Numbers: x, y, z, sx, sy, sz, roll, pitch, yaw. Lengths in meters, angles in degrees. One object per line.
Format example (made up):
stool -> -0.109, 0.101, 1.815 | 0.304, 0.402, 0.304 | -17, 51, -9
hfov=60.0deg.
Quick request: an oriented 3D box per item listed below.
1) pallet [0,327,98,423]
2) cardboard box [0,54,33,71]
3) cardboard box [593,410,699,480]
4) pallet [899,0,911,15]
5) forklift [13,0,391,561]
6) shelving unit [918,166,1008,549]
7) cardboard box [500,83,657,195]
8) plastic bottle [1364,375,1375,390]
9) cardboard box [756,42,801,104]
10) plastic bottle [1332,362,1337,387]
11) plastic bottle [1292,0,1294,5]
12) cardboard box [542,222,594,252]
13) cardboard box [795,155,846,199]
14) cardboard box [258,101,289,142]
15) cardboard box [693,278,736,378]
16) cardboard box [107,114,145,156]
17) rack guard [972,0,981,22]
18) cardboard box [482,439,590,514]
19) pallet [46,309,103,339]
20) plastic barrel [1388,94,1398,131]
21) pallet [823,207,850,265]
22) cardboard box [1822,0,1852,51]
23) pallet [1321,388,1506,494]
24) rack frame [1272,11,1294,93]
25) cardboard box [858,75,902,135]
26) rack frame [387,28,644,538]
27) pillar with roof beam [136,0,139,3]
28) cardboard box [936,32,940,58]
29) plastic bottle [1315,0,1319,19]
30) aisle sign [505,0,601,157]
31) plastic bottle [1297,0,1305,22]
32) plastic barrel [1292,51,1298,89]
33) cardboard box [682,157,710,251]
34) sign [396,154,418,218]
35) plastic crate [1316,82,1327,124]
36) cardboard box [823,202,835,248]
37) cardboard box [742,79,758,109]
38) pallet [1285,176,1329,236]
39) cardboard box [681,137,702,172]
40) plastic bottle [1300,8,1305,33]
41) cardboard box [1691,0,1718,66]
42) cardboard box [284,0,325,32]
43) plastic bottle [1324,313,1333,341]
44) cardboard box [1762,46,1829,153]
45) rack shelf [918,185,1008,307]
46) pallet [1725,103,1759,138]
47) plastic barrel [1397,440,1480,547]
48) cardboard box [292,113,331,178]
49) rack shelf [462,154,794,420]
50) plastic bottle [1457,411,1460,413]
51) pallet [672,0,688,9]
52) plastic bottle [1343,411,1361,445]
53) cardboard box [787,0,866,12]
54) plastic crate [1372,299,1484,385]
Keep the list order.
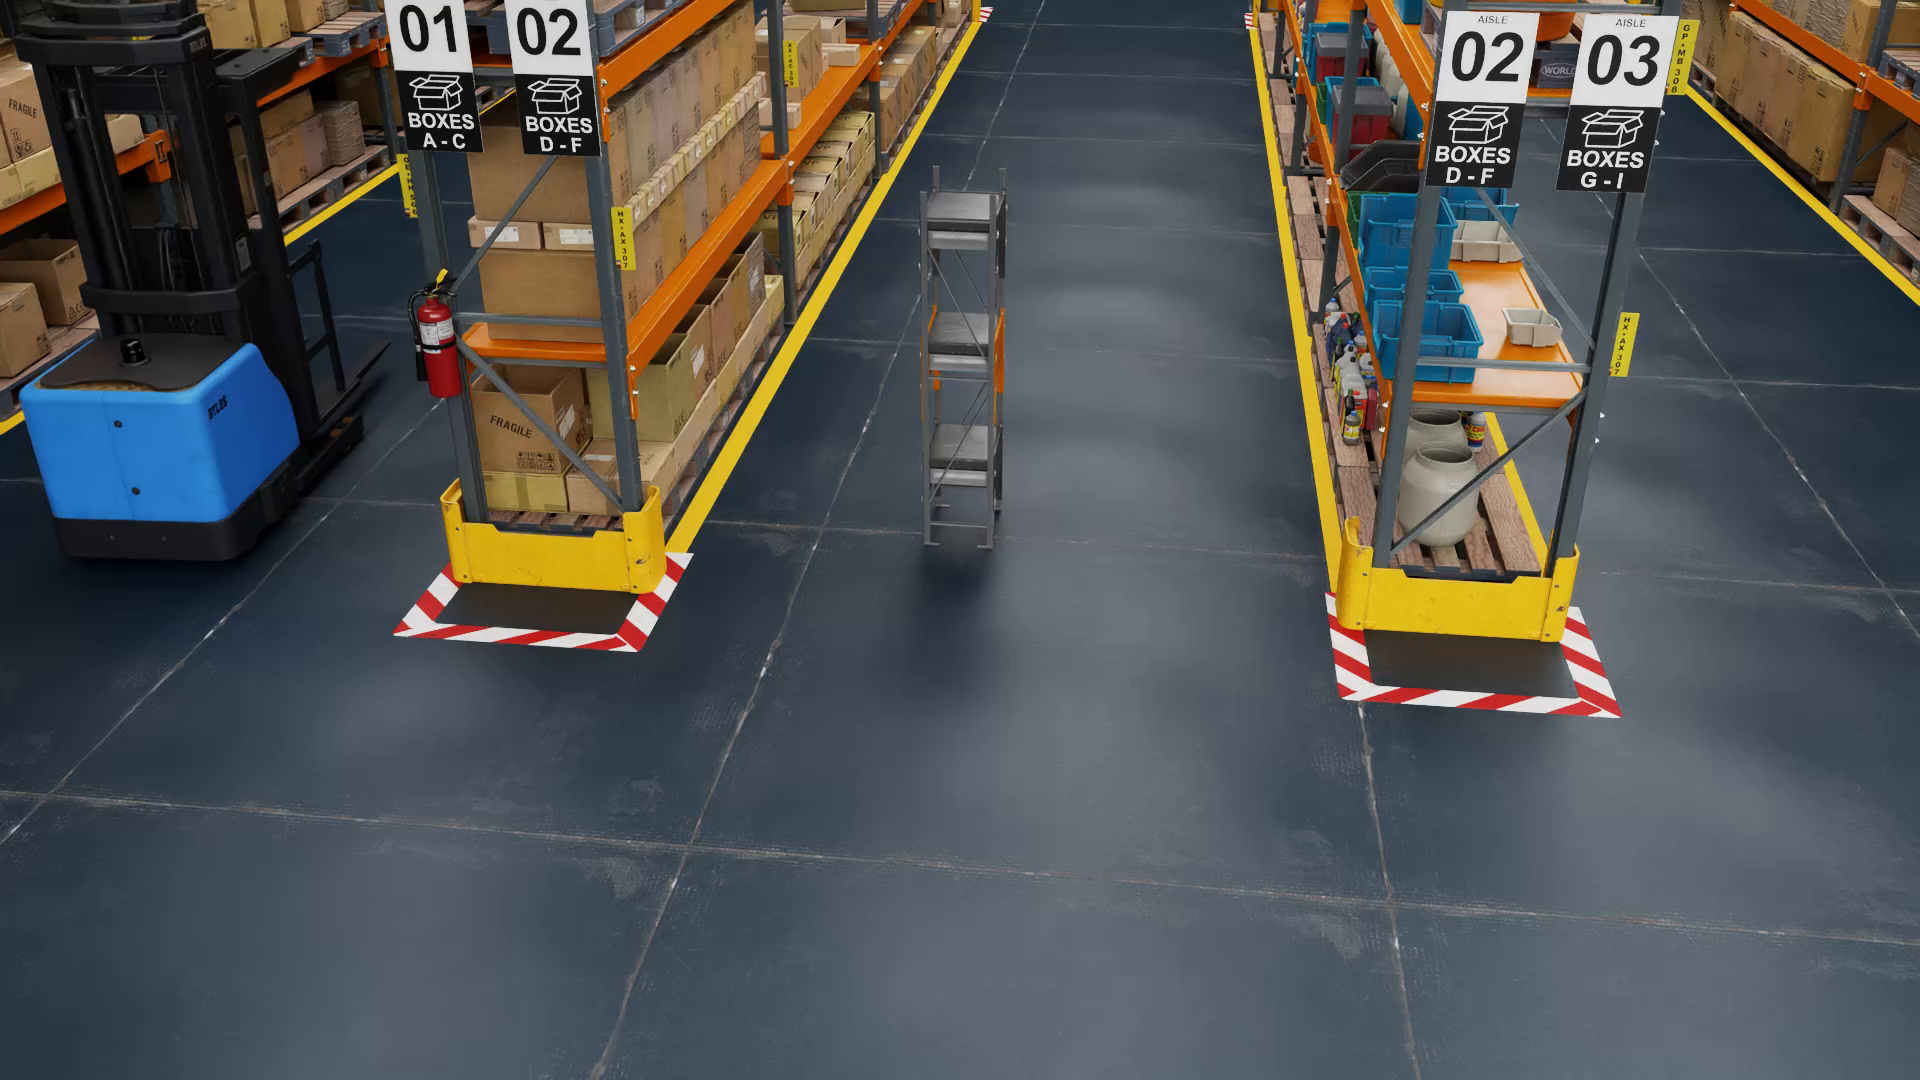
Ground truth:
pallet -> -6.876, -1.193, 11.743 | 1.003, 0.211, 1.213 | 3, 28, 6
cardboard box -> -6.488, -3.112, 11.711 | 0.500, 0.500, 0.500 | 3, 28, 6
cardboard box -> -1.911, -0.596, 10.149 | 0.500, 0.250, 0.500 | 3, 28, 6
pallet -> -1.041, -5.743, 17.450 | 1.003, 0.211, 1.213 | 3, 28, 6
forklift -> -4.524, -1.836, 10.068 | 1.130, 2.935, 3.031 | 2, 28, 3
shelving unit -> 0.020, -1.002, 9.397 | 0.431, 2.100, 0.503 | 3, 28, 6
cardboard box -> -2.119, -2.253, 9.296 | 0.700, 0.500, 0.500 | 3, 28, 5
plastic bottle -> 2.667, -0.982, 10.897 | 0.097, 0.201, 0.097 | 0, 28, 0
cardboard box -> -1.590, -3.682, 13.316 | 0.500, 0.500, 0.500 | 5, 29, 10
plastic bottle -> 2.559, -1.125, 11.161 | 0.097, 0.201, 0.097 | 0, 28, 0
plastic bottle -> 3.554, -5.710, 17.317 | 0.152, 0.276, 0.135 | 3, 28, 6
cardboard box -> -1.993, -1.648, 8.857 | 0.380, 0.149, 0.250 | 3, 28, 6
cardboard box -> -1.280, -3.154, 14.307 | 0.500, 0.311, 0.500 | 4, 29, 8
cardboard box -> -6.418, -3.772, 14.971 | 0.500, 0.250, 0.500 | 3, 28, 6
cardboard box -> -1.782, -1.396, 10.844 | 0.500, 0.500, 0.500 | 3, 28, 6
cardboard box -> -6.439, -3.017, 12.325 | 0.500, 0.250, 0.500 | 3, 29, 6
rack guard -> -0.304, -7.541, 23.221 | 1.175, 0.500, 0.348 | 3, 28, 6
cardboard box -> -2.482, -0.390, 9.768 | 0.500, 0.250, 0.500 | 3, 28, 6
pallet -> -6.729, -1.769, 12.812 | 1.003, 0.211, 1.213 | 3, 28, 6
plastic barrel -> 3.465, -3.293, 12.845 | 0.301, 0.262, 0.301 | 0, 28, 0
pallet -> -1.566, -2.726, 14.588 | 1.003, 0.211, 1.213 | 3, 28, 6
cardboard box -> 8.438, -4.859, 15.502 | 0.500, 0.500, 0.500 | 3, 28, 6
pallet -> 2.880, -0.622, 10.682 | 1.003, 0.211, 1.213 | 3, 28, 6
rack frame -> 4.131, -6.505, 18.662 | 1.000, 3.000, 0.127 | 3, 28, 6
cardboard box -> -0.877, -4.450, 17.018 | 0.500, 0.500, 0.500 | 2, 28, 4
rack frame -> -2.255, -1.146, 8.715 | 1.000, 3.000, 0.127 | 3, 28, 6
pillar with roof beam -> -2.937, -7.027, 13.306 | 9.100, 9.000, 0.400 | 3, 28, 6
cardboard box -> -0.518, -5.990, 20.076 | 0.500, 0.311, 0.500 | 3, 28, 6
plastic bottle -> 3.573, -5.403, 16.739 | 0.061, 0.283, 0.133 | 3, 28, 6
aisle sign -> -1.959, -2.242, 8.008 | 0.394, 0.787, 0.004 | 3, 28, 6
plastic bottle -> 3.407, -5.324, 16.593 | 0.061, 0.283, 0.133 | 3, 28, 6
plastic barrel -> 4.047, -5.511, 18.587 | 0.600, 0.901, 0.708 | 3, 28, 6
cardboard box -> -1.998, -2.138, 10.451 | 0.700, 0.500, 0.500 | 4, 29, 8
sign -> -2.792, -1.798, 8.455 | 0.100, 0.325, 0.005 | 3, 28, 6
plastic crate -> 3.084, -3.482, 13.275 | 0.450, 0.188, 0.662 | 3, 28, 6
cardboard box -> -1.345, -2.663, 13.987 | 0.500, 0.250, 0.500 | 3, 28, 5
cardboard box -> -1.618, -3.102, 11.556 | 0.380, 0.149, 0.250 | 3, 28, 5
pallet -> 3.507, -3.032, 15.156 | 1.003, 0.211, 1.213 | 3, 28, 6
cardboard box -> -1.804, -2.371, 10.200 | 0.380, 0.149, 0.250 | 4, 29, 7
plastic bottle -> 3.351, -5.034, 16.068 | 0.097, 0.271, 0.097 | 0, 28, 0
cardboard box -> 9.317, -6.196, 19.887 | 0.875, 0.875, 0.875 | 3, 28, 6
cardboard box -> -6.281, -4.949, 15.205 | 0.700, 0.500, 0.500 | 1, 28, 1
plastic bottle -> 2.664, -1.529, 11.912 | 0.097, 0.201, 0.097 | 0, 28, 0
cardboard box -> 8.779, -4.327, 16.416 | 1.225, 0.875, 0.875 | 3, 29, 6
rack shelf -> 0.020, -1.607, 9.071 | 0.431, 0.518, 0.480 | 3, 28, 6
pallet -> 9.027, -4.622, 18.107 | 1.003, 0.211, 1.213 | 3, 28, 6
plastic barrel -> 2.666, -0.260, 9.251 | 0.421, 0.512, 0.421 | 0, 28, 0
cardboard box -> -6.406, -3.714, 15.652 | 0.700, 0.500, 0.500 | 3, 28, 6
rack shelf -> -2.010, -1.771, 10.633 | 1.077, 0.370, 4.000 | 3, 28, 6
plastic bottle -> 3.246, -0.893, 10.657 | 0.097, 0.271, 0.097 | 0, 28, 0
pallet -> -1.996, -3.335, 9.708 | 1.003, 0.211, 1.213 | 3, 28, 6
plastic bottle -> 2.451, -0.708, 10.389 | 0.097, 0.201, 0.097 | 0, 28, 0
cardboard box -> -1.309, -5.444, 16.144 | 0.700, 0.500, 0.500 | -6, 29, -11
plastic crate -> 2.425, -1.044, 8.682 | 0.499, 0.251, 0.616 | 3, 28, 6
